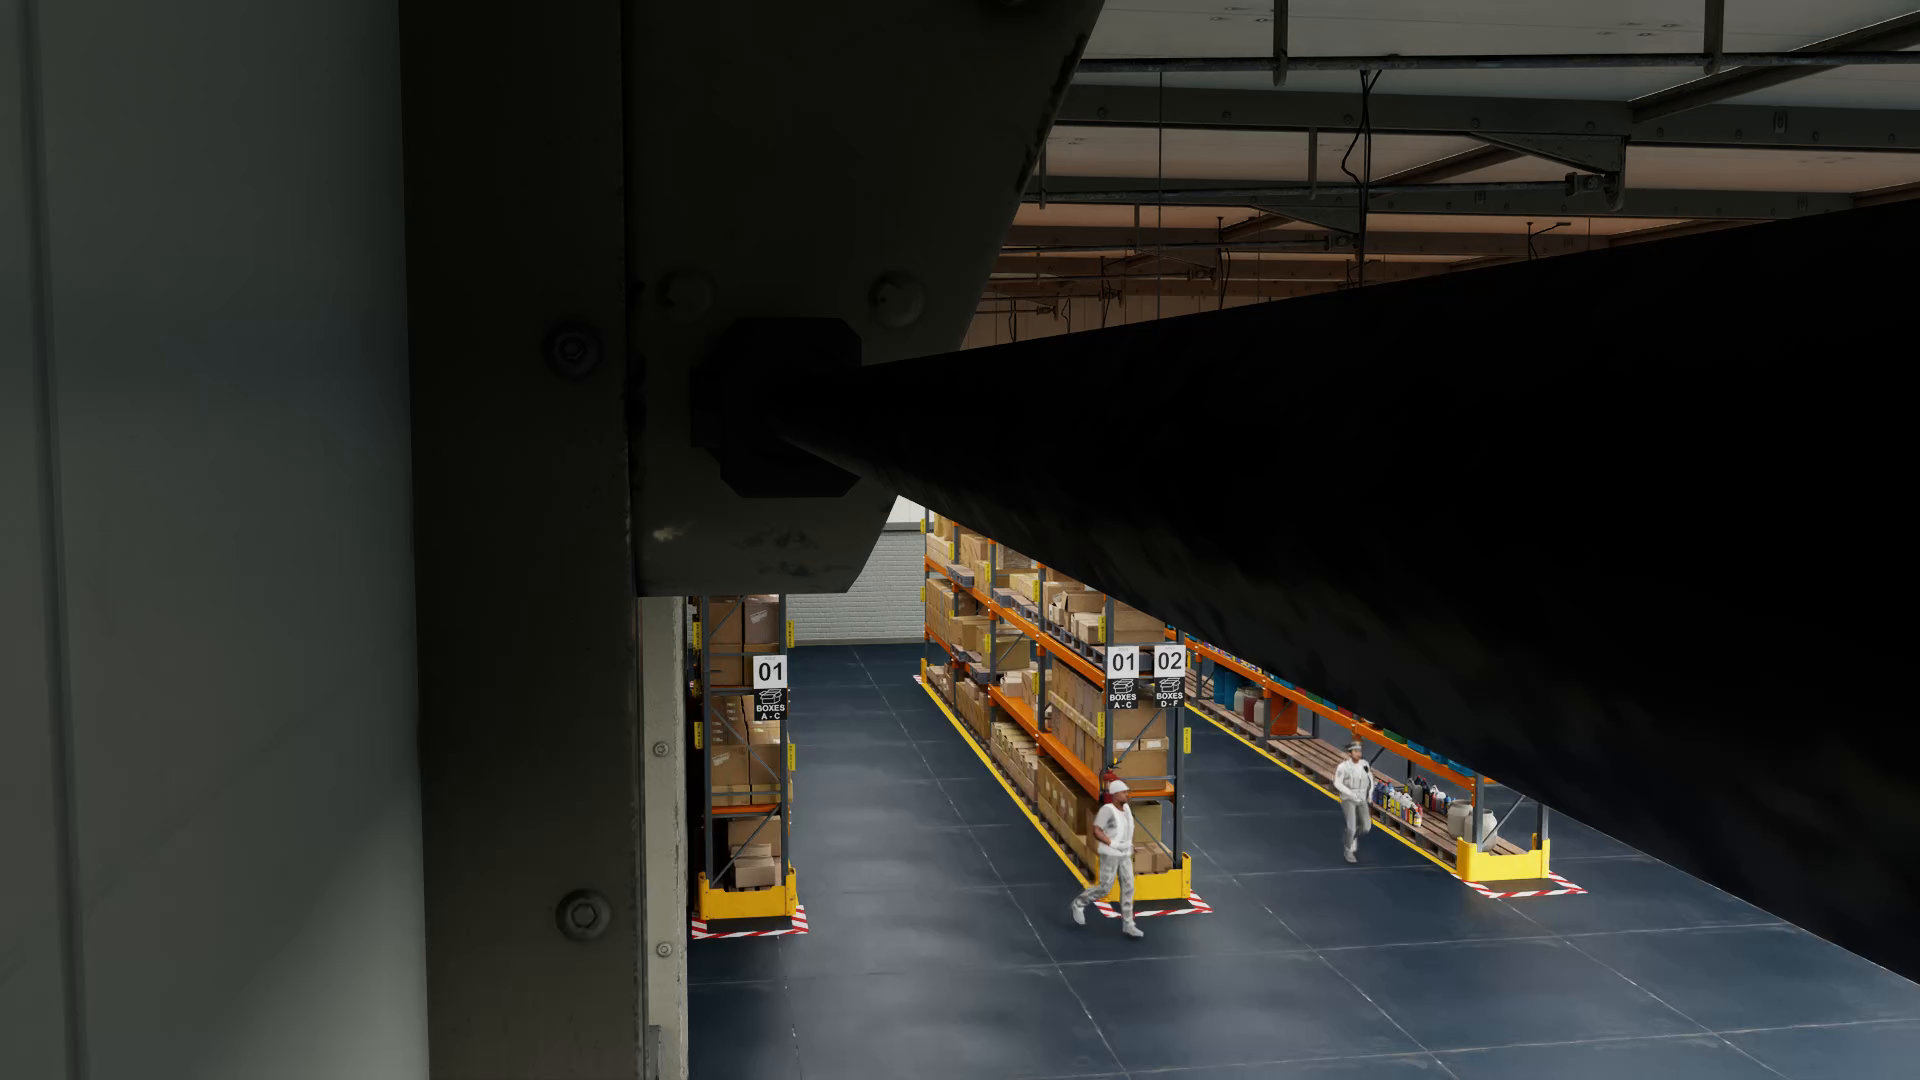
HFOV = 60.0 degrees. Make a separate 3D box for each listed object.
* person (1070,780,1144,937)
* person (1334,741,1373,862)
[{"bbox_3d":[1.856,3.714,19.632,0.976,1.744,0.744,4,7,40],"label":"person"},{"bbox_3d":[5.367,3.526,22.515,0.647,1.661,0.563,-1,5,-16],"label":"person"}]
